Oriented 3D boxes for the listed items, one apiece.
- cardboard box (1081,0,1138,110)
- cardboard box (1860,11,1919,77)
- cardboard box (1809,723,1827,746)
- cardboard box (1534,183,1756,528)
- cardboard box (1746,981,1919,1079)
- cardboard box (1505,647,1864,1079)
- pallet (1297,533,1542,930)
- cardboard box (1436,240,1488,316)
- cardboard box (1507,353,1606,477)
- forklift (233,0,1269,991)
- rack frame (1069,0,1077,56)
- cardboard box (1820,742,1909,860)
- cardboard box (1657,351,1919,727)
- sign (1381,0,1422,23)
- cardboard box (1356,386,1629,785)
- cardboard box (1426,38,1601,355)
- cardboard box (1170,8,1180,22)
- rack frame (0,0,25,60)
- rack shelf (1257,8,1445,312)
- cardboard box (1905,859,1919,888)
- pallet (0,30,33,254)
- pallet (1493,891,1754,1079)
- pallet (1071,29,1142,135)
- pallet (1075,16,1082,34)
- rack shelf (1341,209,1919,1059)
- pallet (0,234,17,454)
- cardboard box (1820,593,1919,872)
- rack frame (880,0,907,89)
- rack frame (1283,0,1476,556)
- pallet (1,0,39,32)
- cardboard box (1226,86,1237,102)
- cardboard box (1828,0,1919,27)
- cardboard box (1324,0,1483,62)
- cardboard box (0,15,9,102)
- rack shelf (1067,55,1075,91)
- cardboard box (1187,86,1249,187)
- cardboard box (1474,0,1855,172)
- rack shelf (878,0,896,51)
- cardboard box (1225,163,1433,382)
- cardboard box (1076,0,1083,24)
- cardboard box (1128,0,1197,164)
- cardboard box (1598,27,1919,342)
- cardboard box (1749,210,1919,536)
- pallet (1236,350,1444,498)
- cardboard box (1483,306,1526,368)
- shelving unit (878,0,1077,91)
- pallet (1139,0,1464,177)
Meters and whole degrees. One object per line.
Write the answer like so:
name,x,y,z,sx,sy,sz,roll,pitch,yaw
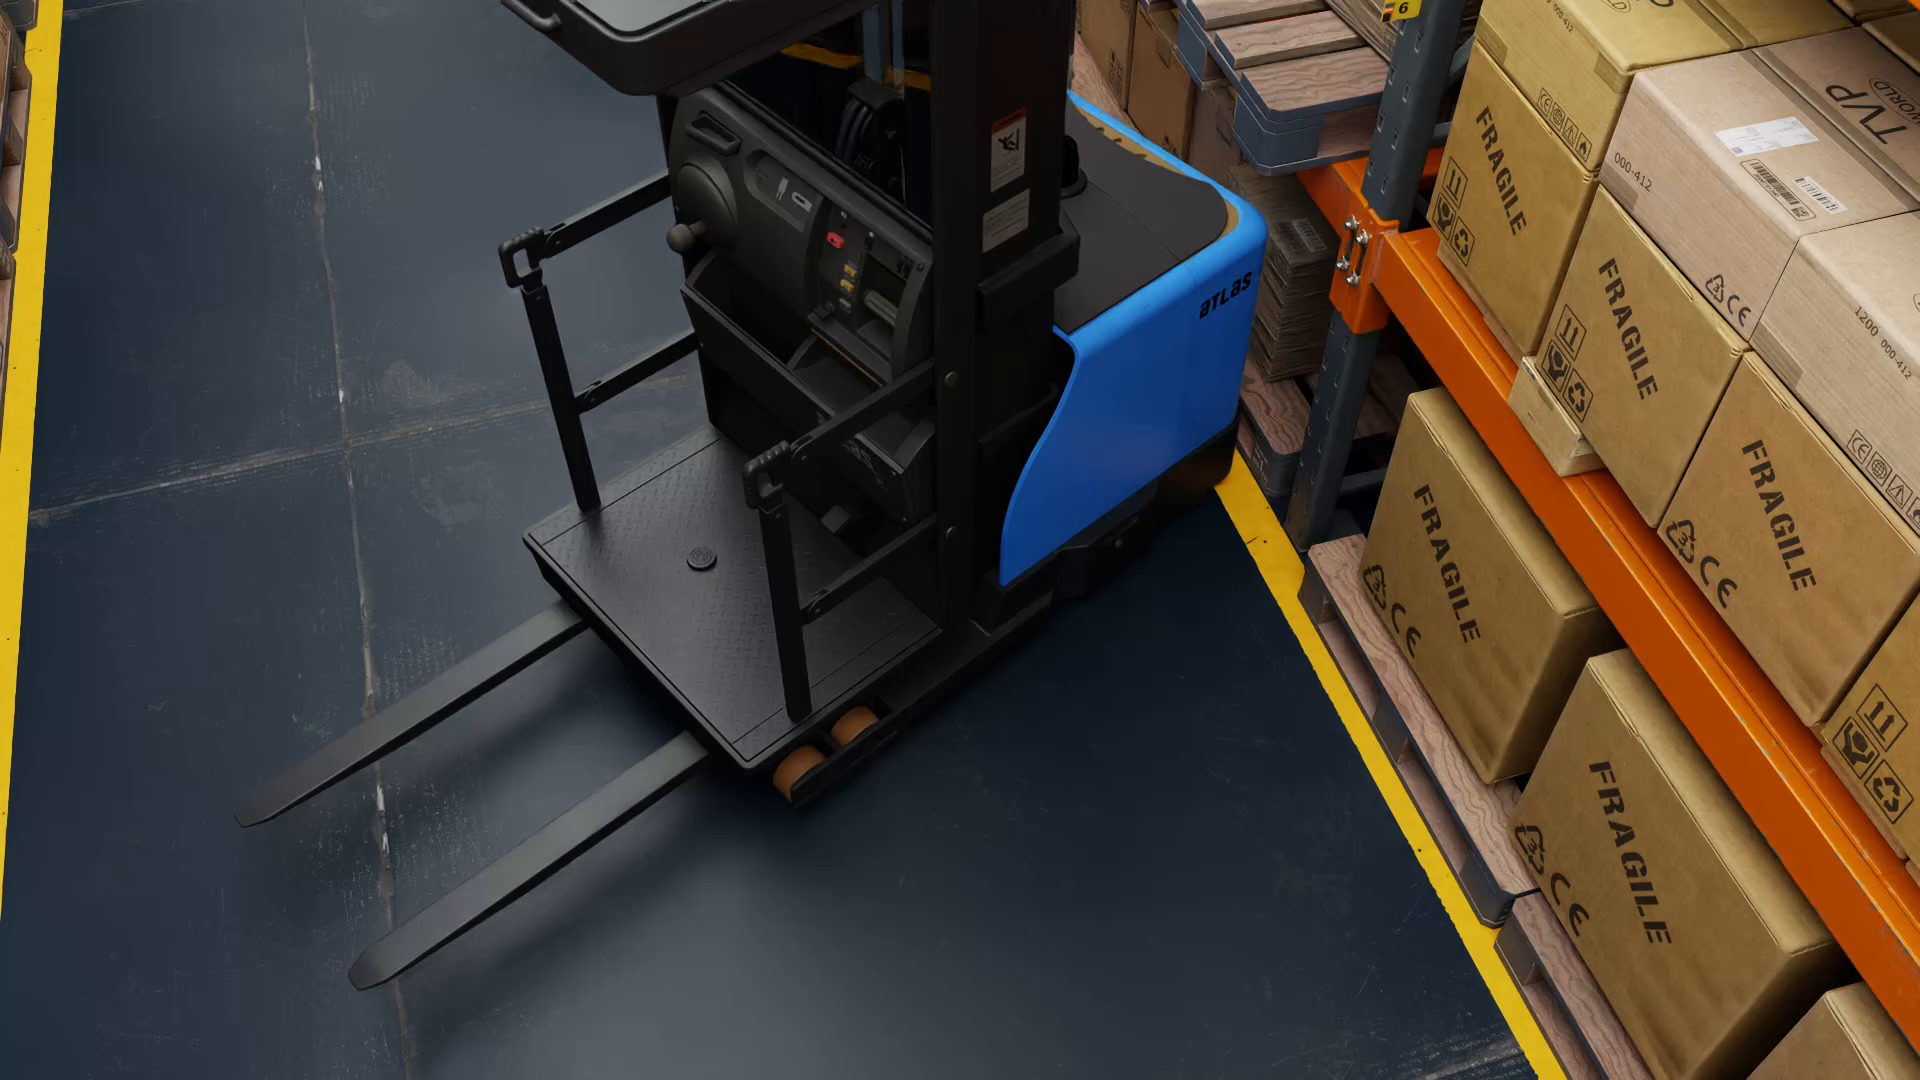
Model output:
cardboard box,0.886,-2.053,6.366,0.700,0.500,0.500,-13,51,-11
cardboard box,2.054,-0.802,3.200,0.500,0.250,0.500,-15,51,-12
cardboard box,1.806,0.224,3.251,0.380,0.149,0.250,-13,51,-10
cardboard box,1.568,-0.414,3.364,0.500,0.500,0.500,-12,51,-10
cardboard box,2.123,1.308,3.317,0.750,0.750,0.750,-12,51,-10
cardboard box,1.868,0.688,3.839,0.750,0.750,0.750,-14,51,-11
pallet,1.684,0.415,4.762,1.003,0.211,1.213,-13,51,-11
cardboard box,1.399,-0.710,4.038,0.380,0.149,0.250,-14,51,-12
cardboard box,1.463,-0.311,3.701,0.380,0.149,0.250,-12,51,-10
forklift,-0.557,-0.669,3.897,3.031,2.935,1.130,-34,58,-26
rack frame,0.215,-1.878,5.852,0.400,1.500,0.023,17,52,14
cardboard box,1.863,0.408,3.095,0.380,0.149,0.250,-13,51,-11
cardboard box,1.713,-0.052,3.059,0.500,0.500,0.500,-14,51,-11
sign,1.007,-1.295,3.674,0.100,0.325,0.005,-13,51,-11
cardboard box,1.615,0.047,4.380,0.750,0.750,0.750,-14,51,-11
cardboard box,1.422,-0.799,3.689,0.500,0.500,0.500,-12,51,-10
cardboard box,0.994,-1.974,5.809,0.500,0.250,0.500,-14,51,-11
rack frame,-4.391,-2.876,5.712,1.000,3.000,0.127,-13,51,-11
rack shelf,0.931,-2.306,5.703,1.077,0.370,4.000,-13,51,-11
cardboard box,1.934,0.602,2.932,0.380,0.149,0.250,-12,51,-10
pallet,-4.136,-1.448,6.332,1.003,0.211,1.213,-13,51,-11
pallet,2.041,1.304,4.013,1.003,0.211,1.213,-13,51,-11
pallet,0.936,-1.639,6.494,1.003,0.211,1.213,-13,51,-11
pallet,0.571,-2.531,7.246,1.003,0.211,1.213,-13,51,-11
rack shelf,2.114,0.616,3.240,1.077,0.370,4.000,-13,51,-11
pallet,-3.772,-0.555,5.580,1.003,0.211,1.213,-13,51,-11
cardboard box,1.875,0.327,2.740,0.500,0.500,0.500,-12,51,-10
rack frame,-0.059,-1.359,5.414,0.400,1.500,0.023,17,52,14
rack frame,1.523,-1.077,4.196,1.000,3.000,0.127,-13,51,-11
pallet,-4.587,-2.567,7.276,1.003,0.211,1.213,-13,51,-11
cardboard box,1.151,-1.599,5.493,0.500,0.250,0.500,-12,51,-10
cardboard box,1.904,-1.181,3.520,0.500,0.250,0.500,-12,51,-10
cardboard box,1.374,-1.592,4.277,0.700,0.500,0.500,-19,52,-15
cardboard box,-3.992,-1.888,6.403,0.500,0.250,0.500,-14,51,-11
rack shelf,0.078,-1.408,5.882,0.431,0.370,0.720,17,52,14
cardboard box,1.219,-1.330,5.756,0.700,0.500,0.500,-13,51,-11
cardboard box,1.419,-1.042,3.403,0.500,0.250,0.500,-12,51,-10
rack shelf,0.078,-1.870,5.335,0.431,0.370,0.720,17,52,14
cardboard box,1.260,-0.927,5.417,0.700,0.500,0.500,-13,51,-10
cardboard box,0.774,-2.435,6.688,0.700,0.500,0.500,-14,51,-12
cardboard box,1.045,-1.686,6.057,0.700,0.500,0.500,-14,51,-11
cardboard box,1.570,-0.671,3.090,0.500,0.250,0.500,-14,51,-11
cardboard box,1.722,-0.307,2.783,0.500,0.250,0.500,-13,51,-11
pallet,1.293,-0.749,5.744,1.003,0.211,1.213,-13,51,-11
cardboard box,1.465,-0.524,3.881,0.380,0.149,0.250,-13,51,-10
shelving unit,0.078,-1.618,5.633,0.431,1.500,0.755,17,52,14
pallet,1.210,-1.512,4.688,1.213,0.211,1.003,-13,51,-11
